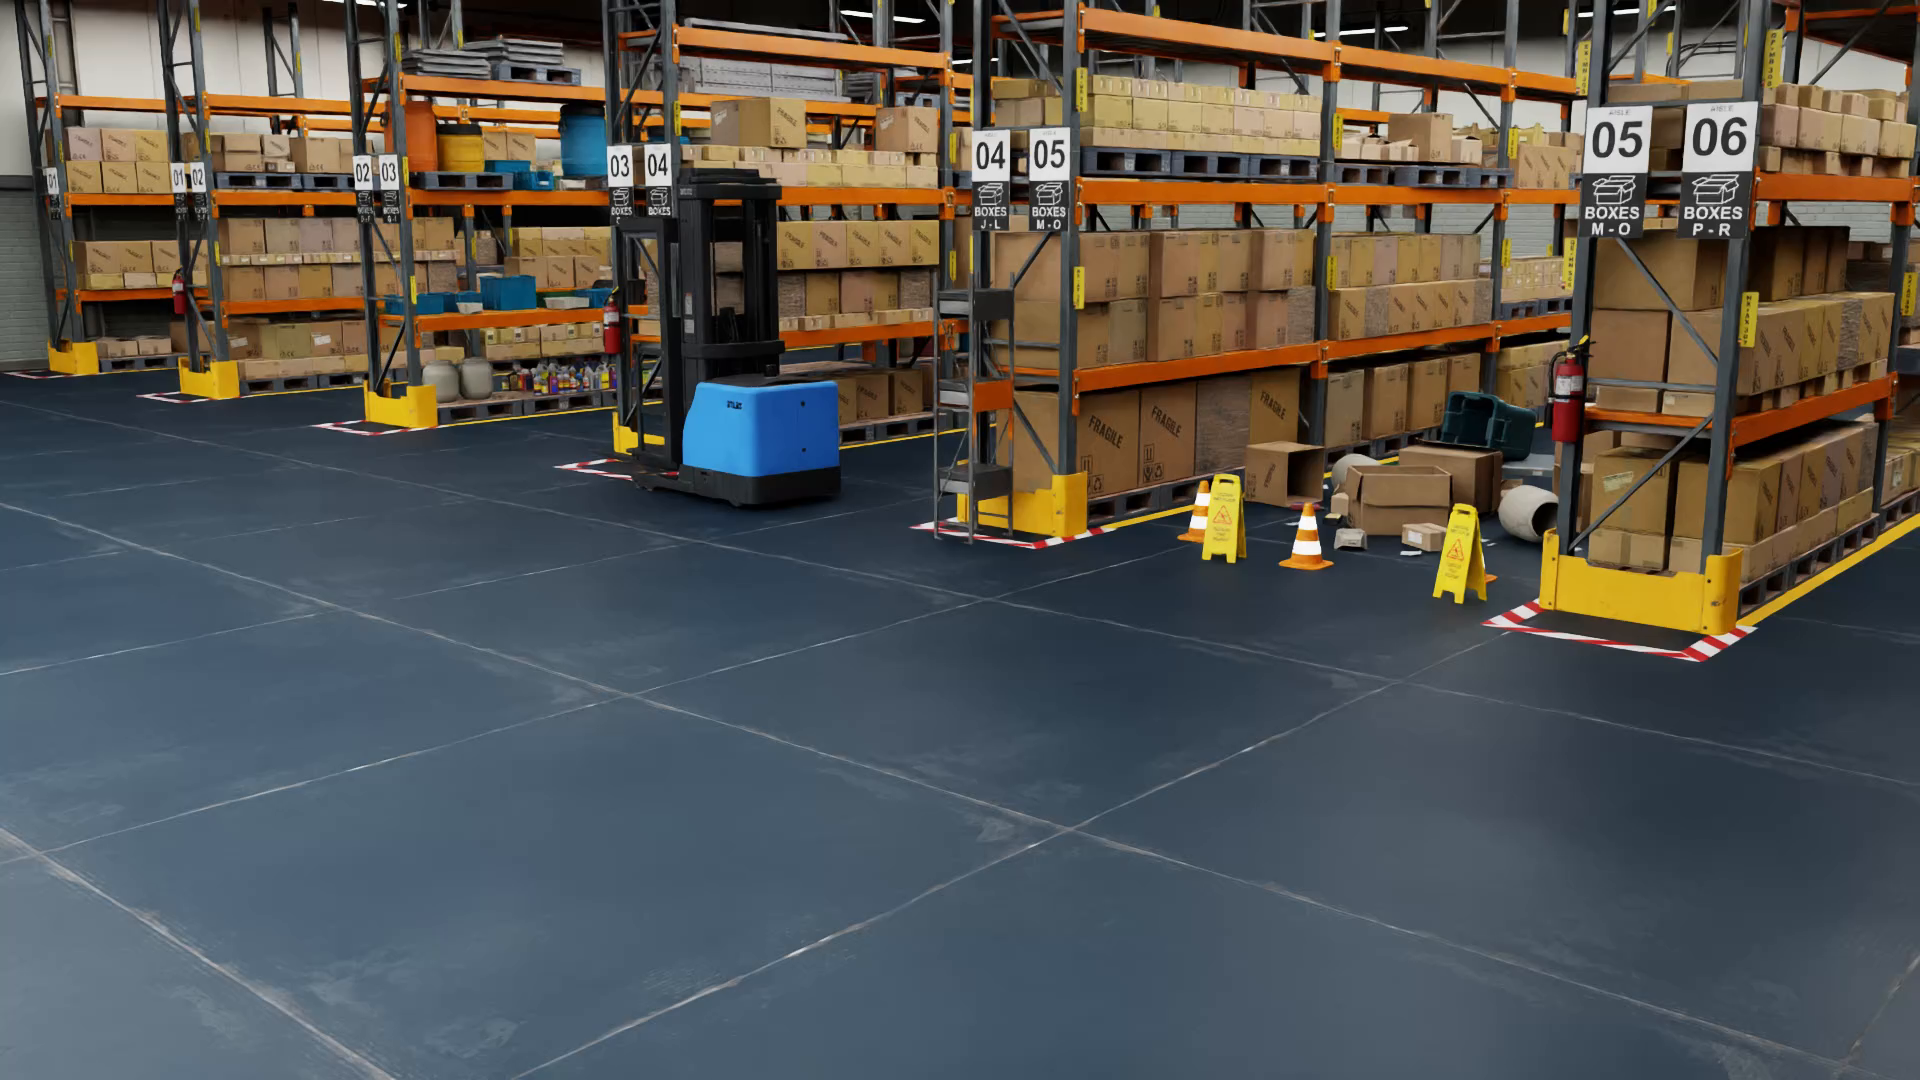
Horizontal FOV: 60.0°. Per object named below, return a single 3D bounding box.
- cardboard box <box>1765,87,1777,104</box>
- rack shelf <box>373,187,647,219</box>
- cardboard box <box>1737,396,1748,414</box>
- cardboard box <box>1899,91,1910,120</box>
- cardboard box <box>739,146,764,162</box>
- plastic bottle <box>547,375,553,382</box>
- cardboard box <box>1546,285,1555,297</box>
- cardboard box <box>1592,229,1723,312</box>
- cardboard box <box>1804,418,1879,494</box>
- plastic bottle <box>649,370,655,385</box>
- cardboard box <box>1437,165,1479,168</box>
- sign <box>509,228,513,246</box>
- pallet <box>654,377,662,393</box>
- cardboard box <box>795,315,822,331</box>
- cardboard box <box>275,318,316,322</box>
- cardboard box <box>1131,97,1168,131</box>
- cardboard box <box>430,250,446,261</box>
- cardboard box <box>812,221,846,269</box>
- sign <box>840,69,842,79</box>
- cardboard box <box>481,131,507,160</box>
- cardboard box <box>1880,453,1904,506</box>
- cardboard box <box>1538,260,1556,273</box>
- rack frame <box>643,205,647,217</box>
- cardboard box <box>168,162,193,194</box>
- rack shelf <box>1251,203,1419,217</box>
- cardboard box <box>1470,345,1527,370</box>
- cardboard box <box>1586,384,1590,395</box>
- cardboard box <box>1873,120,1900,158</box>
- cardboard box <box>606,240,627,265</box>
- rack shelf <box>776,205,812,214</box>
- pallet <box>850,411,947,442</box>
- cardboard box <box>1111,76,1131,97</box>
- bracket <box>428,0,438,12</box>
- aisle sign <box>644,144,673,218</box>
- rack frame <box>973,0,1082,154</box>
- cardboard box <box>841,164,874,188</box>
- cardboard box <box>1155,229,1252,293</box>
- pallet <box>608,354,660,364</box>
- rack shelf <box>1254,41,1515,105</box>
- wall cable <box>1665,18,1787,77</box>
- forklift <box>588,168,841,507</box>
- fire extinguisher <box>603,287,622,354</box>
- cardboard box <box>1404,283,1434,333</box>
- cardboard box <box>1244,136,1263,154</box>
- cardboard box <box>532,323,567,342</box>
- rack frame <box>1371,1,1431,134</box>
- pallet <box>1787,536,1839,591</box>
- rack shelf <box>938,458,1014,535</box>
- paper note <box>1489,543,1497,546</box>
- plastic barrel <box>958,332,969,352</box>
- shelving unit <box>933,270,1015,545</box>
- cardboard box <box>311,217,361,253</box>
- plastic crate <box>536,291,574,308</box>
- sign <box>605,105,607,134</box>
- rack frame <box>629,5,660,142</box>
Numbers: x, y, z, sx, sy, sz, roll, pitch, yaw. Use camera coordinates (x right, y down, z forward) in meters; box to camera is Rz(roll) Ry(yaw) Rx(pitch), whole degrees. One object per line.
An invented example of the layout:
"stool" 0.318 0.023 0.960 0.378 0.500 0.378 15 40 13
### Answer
"cardboard box" 4.848 -2.769 10.363 0.380 0.149 0.250 10 15 40
"rack shelf" -5.539 -4.299 21.256 1.077 0.370 4.000 10 15 40
"cardboard box" 4.841 -0.904 10.721 0.380 0.149 0.250 10 15 41
"cardboard box" 7.954 -3.511 13.507 0.500 0.250 0.500 9 15 39
"cardboard box" -2.232 -3.959 17.083 0.380 0.149 0.250 11 15 43
"plastic bottle" -5.472 -2.127 22.222 0.097 0.201 0.097 0 11 0
"cardboard box" 7.122 -3.085 20.568 0.380 0.149 0.250 10 15 41
"cardboard box" 4.478 -1.754 10.766 0.700 0.500 0.500 9 15 39
"cardboard box" 6.757 -0.657 12.876 0.500 0.500 0.500 10 15 40
"plastic bottle" -4.224 -2.225 22.714 0.097 0.201 0.097 0 11 0
"cardboard box" 5.987 -4.404 19.689 0.500 0.500 0.500 10 15 40
"sign" -8.606 -5.805 31.862 0.100 0.325 0.005 10 15 40
"pallet" -3.730 -2.228 23.829 1.003 0.211 1.213 10 15 40
"cardboard box" -1.709 -2.342 17.922 0.380 0.149 0.250 10 15 40
"cardboard box" -9.798 -3.019 24.704 0.500 0.500 0.500 10 15 40
"cardboard box" 1.366 -3.501 13.720 0.500 0.250 0.500 10 15 40
"cardboard box" -8.121 -4.380 25.568 0.380 0.149 0.250 9 15 39
"cardboard box" -1.581 -3.198 17.997 0.500 0.500 0.500 10 15 40
"sign" -2.236 -8.700 31.005 0.100 0.325 0.005 10 15 40
"cardboard box" -7.500 -6.173 26.197 0.500 0.500 0.500 10 15 41
"cardboard box" 7.290 -0.548 13.935 0.950 0.372 0.625 10 15 41
"cardboard box" 7.118 -3.378 20.517 0.380 0.149 0.250 10 15 42
"rack frame" -6.380 -5.933 35.258 1.000 3.000 0.127 10 15 40
"cardboard box" -12.834 -5.947 27.364 0.500 0.500 0.500 11 16 44
"rack shelf" 6.103 -5.424 26.889 1.077 0.370 4.000 10 15 40
"cardboard box" 6.438 -2.185 19.889 0.500 0.250 0.500 9 14 38
"cardboard box" 7.803 -2.119 21.472 0.500 0.500 0.500 9 15 39
"cardboard box" 6.524 -2.923 12.151 0.500 0.250 0.500 9 15 39
"cardboard box" -7.163 -5.888 33.968 0.500 0.500 0.500 10 15 40
"rack shelf" -5.060 -7.346 36.508 1.077 0.370 4.000 10 15 40
"pallet" -0.915 -1.364 19.502 1.003 0.211 1.213 10 15 40
"cardboard box" 1.146 -3.629 13.340 0.380 0.149 0.250 10 15 41
"bracket" -9.988 -9.987 31.050 0.235 0.232 0.430 10 15 40
"aisle sign" -2.954 -3.473 16.305 0.394 0.787 0.004 10 15 40
"rack frame" 0.520 -4.532 12.927 1.000 3.000 0.127 10 15 40
"cardboard box" -1.288 -3.980 18.206 0.500 0.250 0.500 10 15 40
"cardboard box" 2.156 -2.574 15.302 0.875 0.550 0.550 10 15 40
"pallet" -5.870 -3.221 28.800 1.003 0.211 1.213 10 15 40
"rack shelf" 4.481 -4.866 17.456 1.077 0.370 4.000 10 15 40
"wall cable" 13.744 -9.506 29.617 2.277 5.999 0.120 10 15 40
"forklift" -2.444 -1.953 15.508 1.130 2.935 3.031 -10 15 -42
"fire extinguisher" -3.561 -2.251 17.021 0.296 0.674 0.183 10 15 40
"cardboard box" 4.710 -2.493 17.777 0.500 0.500 0.500 10 15 41
"cardboard box" 2.490 -3.537 14.917 0.380 0.149 0.250 10 15 41
"cardboard box" -6.802 -3.427 27.225 0.500 0.311 0.500 9 14 38
"rack frame" 7.423 -7.542 27.998 1.000 3.000 0.127 10 15 40
"pallet" 5.724 0.098 12.184 1.003 0.211 1.213 10 15 40
"rack shelf" 0.109 -0.354 13.267 0.431 0.518 0.480 10 15 40
"paper note" 4.165 0.034 13.017 0.032 0.001 0.123 10 15 40
"plastic barrel" 0.223 -3.647 28.098 0.600 0.901 0.708 10 15 40
"shelving unit" 0.109 -1.054 13.127 0.431 2.100 0.503 10 15 40
"cardboard box" -9.219 -4.514 24.585 0.700 0.500 0.500 10 15 40
"plastic crate" -5.327 -3.208 22.156 0.450 0.188 0.662 10 15 40
"sign" -3.543 -4.226 16.793 0.100 0.325 0.005 10 15 40
"rack frame" -5.297 -7.647 28.520 1.000 3.000 0.127 10 15 40
